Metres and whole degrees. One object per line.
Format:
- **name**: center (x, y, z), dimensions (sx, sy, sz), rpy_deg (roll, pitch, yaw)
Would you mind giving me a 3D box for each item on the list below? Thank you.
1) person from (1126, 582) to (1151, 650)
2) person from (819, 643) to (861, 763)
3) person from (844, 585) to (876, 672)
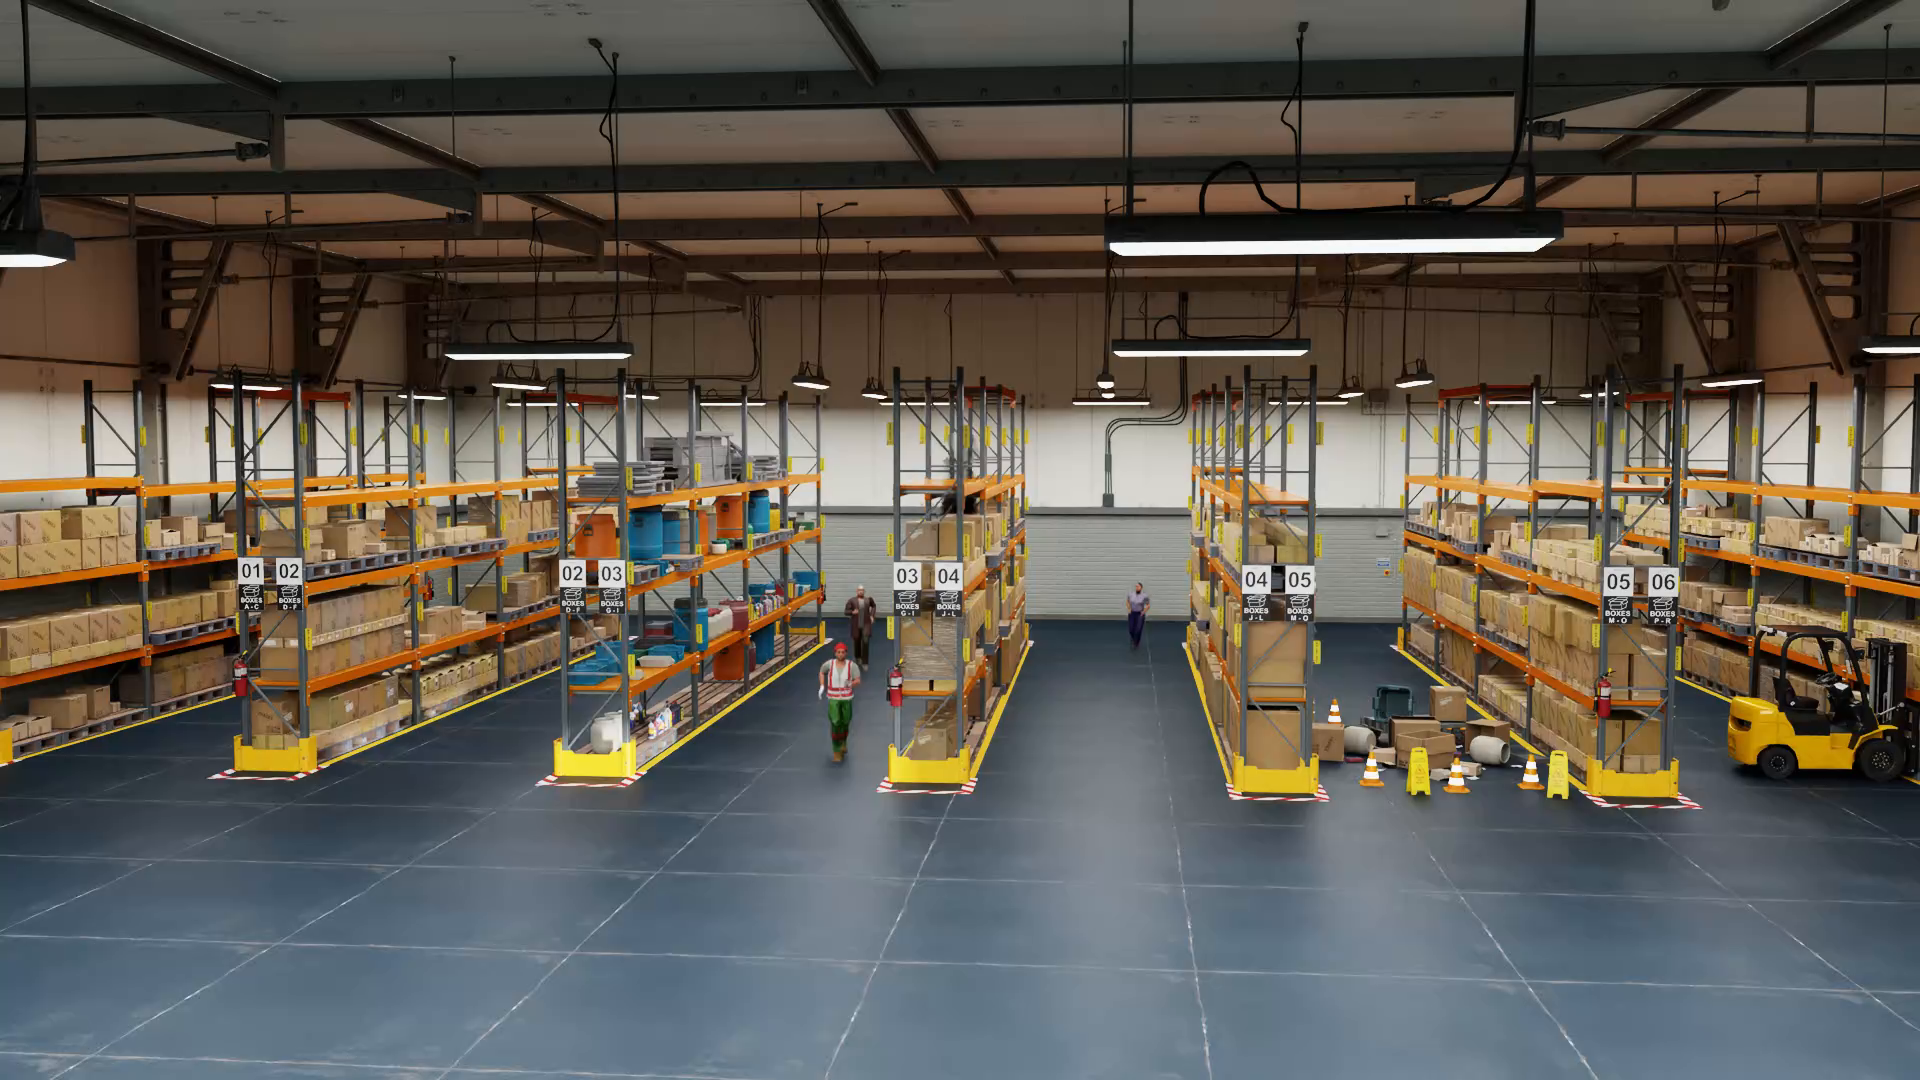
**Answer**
- **person**: center (4.207, 1.784, 39.223), dimensions (0.577, 1.592, 0.544), rpy_deg (1, 4, 13)
- **person**: center (-1.857, 2.501, 25.780), dimensions (0.643, 1.844, 0.876), rpy_deg (-1, 4, -9)
- **person**: center (-2.132, 1.872, 35.633), dimensions (0.698, 1.802, 0.935), rpy_deg (0, 4, -5)
